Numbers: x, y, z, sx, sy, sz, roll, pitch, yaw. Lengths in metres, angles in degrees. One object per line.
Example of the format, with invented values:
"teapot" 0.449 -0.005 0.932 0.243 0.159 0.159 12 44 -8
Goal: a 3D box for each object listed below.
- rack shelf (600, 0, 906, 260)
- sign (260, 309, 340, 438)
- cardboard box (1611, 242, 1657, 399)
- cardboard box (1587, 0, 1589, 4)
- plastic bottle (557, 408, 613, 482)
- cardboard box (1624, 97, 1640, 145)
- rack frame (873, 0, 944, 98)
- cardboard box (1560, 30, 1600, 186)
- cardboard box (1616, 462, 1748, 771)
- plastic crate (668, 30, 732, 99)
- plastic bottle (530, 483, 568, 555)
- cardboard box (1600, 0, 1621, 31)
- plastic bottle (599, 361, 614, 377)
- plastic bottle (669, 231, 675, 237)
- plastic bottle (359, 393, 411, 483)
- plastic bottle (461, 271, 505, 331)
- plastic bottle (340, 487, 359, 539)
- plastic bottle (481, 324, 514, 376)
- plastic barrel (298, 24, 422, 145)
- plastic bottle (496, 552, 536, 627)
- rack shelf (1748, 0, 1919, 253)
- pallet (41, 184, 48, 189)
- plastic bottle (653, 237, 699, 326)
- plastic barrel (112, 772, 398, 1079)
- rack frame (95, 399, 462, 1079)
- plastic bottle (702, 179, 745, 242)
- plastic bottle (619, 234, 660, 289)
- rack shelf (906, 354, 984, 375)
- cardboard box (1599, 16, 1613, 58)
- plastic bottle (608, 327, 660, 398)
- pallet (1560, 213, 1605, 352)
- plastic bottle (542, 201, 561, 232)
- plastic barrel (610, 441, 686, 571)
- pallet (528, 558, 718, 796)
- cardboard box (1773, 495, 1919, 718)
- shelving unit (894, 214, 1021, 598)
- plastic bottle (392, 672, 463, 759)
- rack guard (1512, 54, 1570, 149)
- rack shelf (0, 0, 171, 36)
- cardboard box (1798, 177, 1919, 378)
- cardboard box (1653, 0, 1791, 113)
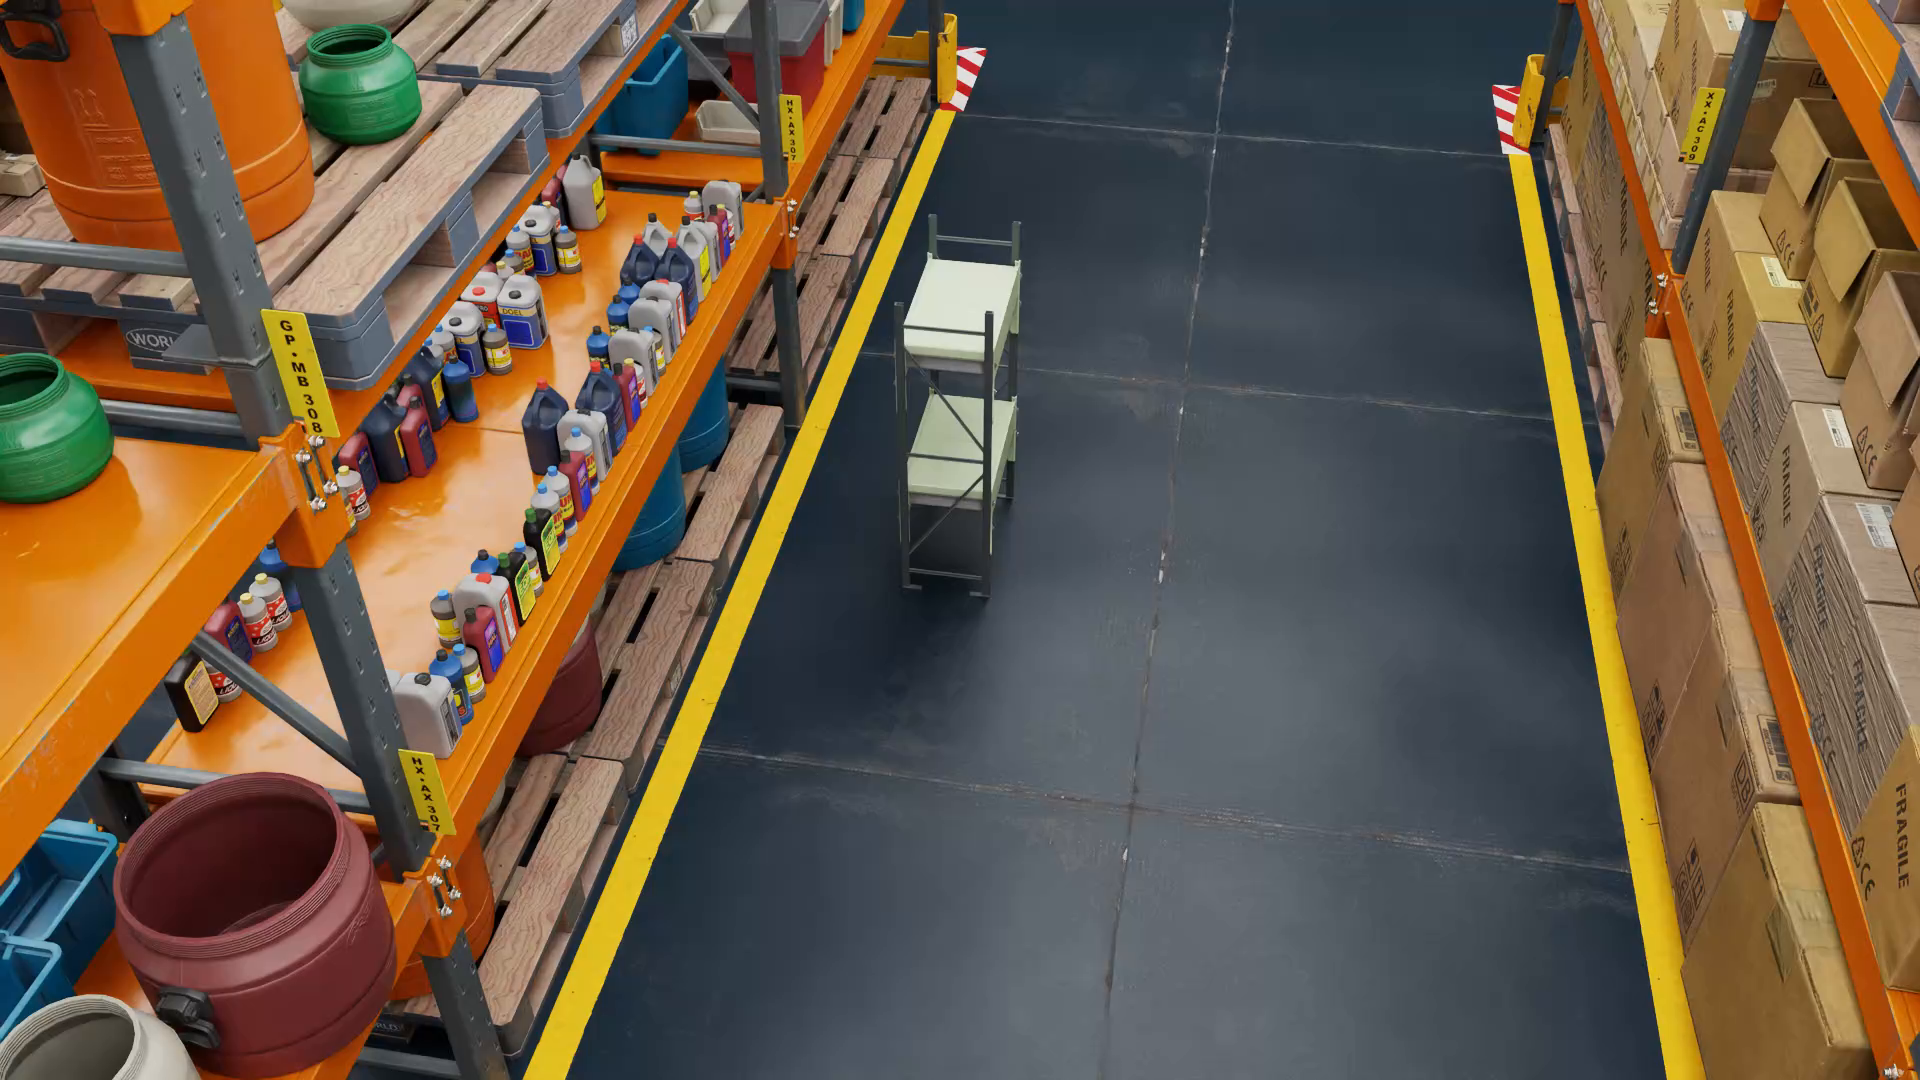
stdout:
"rack shelf" -0.955 -2.792 9.434 1.077 0.370 4.000 6 40 8
"sign" -1.450 -0.363 3.660 0.100 0.325 0.005 6 40 8
"cardboard box" 3.770 -1.016 8.060 0.875 0.875 0.875 6 40 8
"cardboard box" 3.796 -3.173 9.528 0.380 0.149 0.250 6 40 7
"plastic bottle" -1.360 -0.362 6.028 0.152 0.276 0.135 6 40 8
"cardboard box" 3.485 -2.044 8.163 0.380 0.149 0.250 7 40 9
"rack frame" -0.609 -4.324 10.723 1.000 3.000 0.127 6 40 8
"cardboard box" 4.238 -2.711 10.109 0.875 0.875 0.875 6 40 8
"cardboard box" 3.333 0.354 6.402 1.225 0.875 0.875 5 40 6
"plastic crate" -6.571 -2.076 7.778 10.364 0.629 4.185 6 40 8
"plastic bottle" -1.410 -0.078 5.689 0.097 0.271 0.097 0 40 0
"cardboard box" 3.747 -2.921 8.911 0.500 0.250 0.500 5 40 6
"plastic bottle" -1.341 -0.553 6.262 0.097 0.271 0.097 0 40 0
"plastic bottle" -1.240 -1.227 7.133 0.097 0.201 0.097 0 40 0
"plastic bottle" -2.077 -0.398 6.013 0.144 0.351 0.185 6 40 8
"plastic bottle" -1.916 -0.936 6.723 0.152 0.276 0.135 6 40 8
"plastic bottle" -2.164 -0.110 5.781 0.097 0.201 0.097 0 40 0
"plastic bottle" -1.830 -0.760 6.568 0.097 0.201 0.097 0 40 0
"plastic barrel" -1.583 -1.201 4.384 0.294 0.245 0.294 0 40 0
"plastic bottle" -1.451 0.136 5.420 0.061 0.283 0.133 6 40 8
"rack shelf" 3.231 -0.891 4.781 1.077 0.370 4.000 6 40 8
"pallet" -5.850 -2.486 10.689 1.003 0.211 1.213 6 40 8
"plastic bottle" -1.170 -1.066 6.821 0.144 0.351 0.185 6 40 8
"plastic barrel" -1.775 0.969 4.214 0.600 0.536 0.708 6 40 8
"rack frame" -1.990 0.697 4.650 0.949 2.616 0.053 6 40 8
"plastic bottle" -1.051 -1.483 7.384 0.152 0.276 0.135 6 40 8
"plastic bottle" -1.311 -1.082 6.840 0.144 0.351 0.185 6 40 8
"rack shelf" -0.001 -0.930 7.070 0.332 0.071 0.664 6 40 8
"cardboard box" 3.663 -2.688 8.941 0.380 0.149 0.250 6 40 7
"plastic bottle" -1.264 -0.707 6.446 0.152 0.276 0.135 6 40 8
"pallet" 3.995 -1.429 9.410 1.003 0.211 1.213 6 40 8
"plastic bottle" -1.809 -1.396 7.337 0.097 0.201 0.097 0 40 0
"plastic barrel" -1.534 -0.383 7.273 0.600 0.901 0.708 6 40 8
"pallet" -1.684 0.508 7.066 1.003 0.211 1.213 6 40 8
"cardboard box" 2.905 0.229 5.138 0.500 0.500 0.500 5 40 6
"shelving unit" -0.001 -0.574 7.364 0.431 1.500 0.755 6 40 8
"plastic bottle" -1.600 0.508 4.975 0.152 0.276 0.135 6 40 8
"rack guard" 4.274 -2.830 10.877 1.175 0.500 0.348 6 40 8
"rack shelf" -2.339 0.071 1.577 1.077 0.370 4.000 6 40 8
"cardboard box" 3.345 -0.862 5.669 0.797 0.503 0.637 7 40 8
"cardboard box" 3.484 -2.245 7.504 0.500 0.500 0.500 7 40 8
